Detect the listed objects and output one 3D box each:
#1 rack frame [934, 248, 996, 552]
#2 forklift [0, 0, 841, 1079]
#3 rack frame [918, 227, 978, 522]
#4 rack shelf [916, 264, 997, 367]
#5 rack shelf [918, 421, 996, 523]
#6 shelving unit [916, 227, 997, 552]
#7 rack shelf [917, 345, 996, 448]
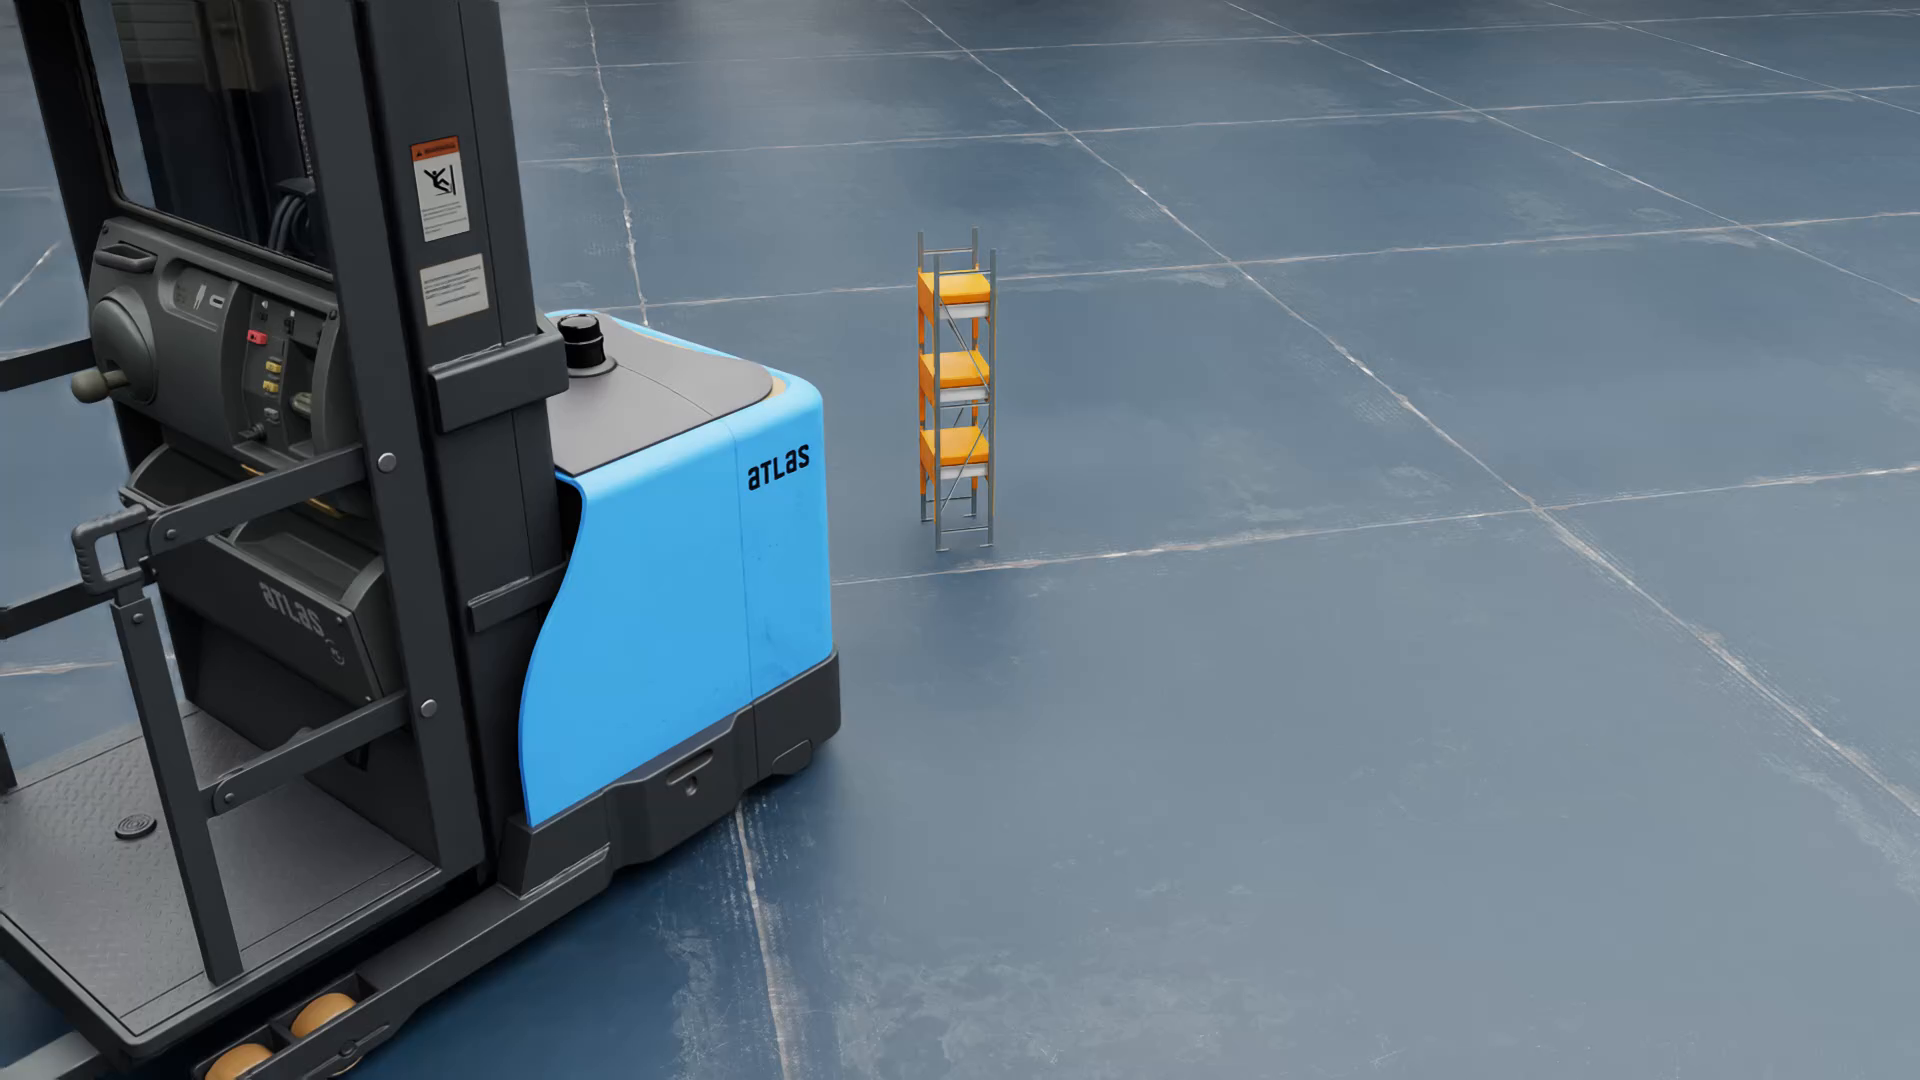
[{"bbox_3d":[0.015,-0.439,5.454,0.200,1.050,0.008,-6,27,-12],"label":"rack frame"},{"bbox_3d":[-1.652,-0.367,3.224,1.130,2.935,3.031,20,33,35],"label":"forklift"},{"bbox_3d":[-0.040,-0.546,5.666,0.200,1.050,0.008,-6,27,-12],"label":"rack frame"},{"bbox_3d":[-0.012,-0.736,5.437,0.215,0.259,0.240,-6,27,-12],"label":"rack shelf"},{"bbox_3d":[-0.012,-0.235,5.690,0.215,0.259,0.240,-6,27,-12],"label":"rack shelf"},{"bbox_3d":[-0.012,-0.492,5.560,0.215,1.050,0.252,-6,27,-12],"label":"shelving unit"},{"bbox_3d":[-0.012,-0.483,5.565,0.215,0.259,0.240,-6,27,-12],"label":"rack shelf"}]
